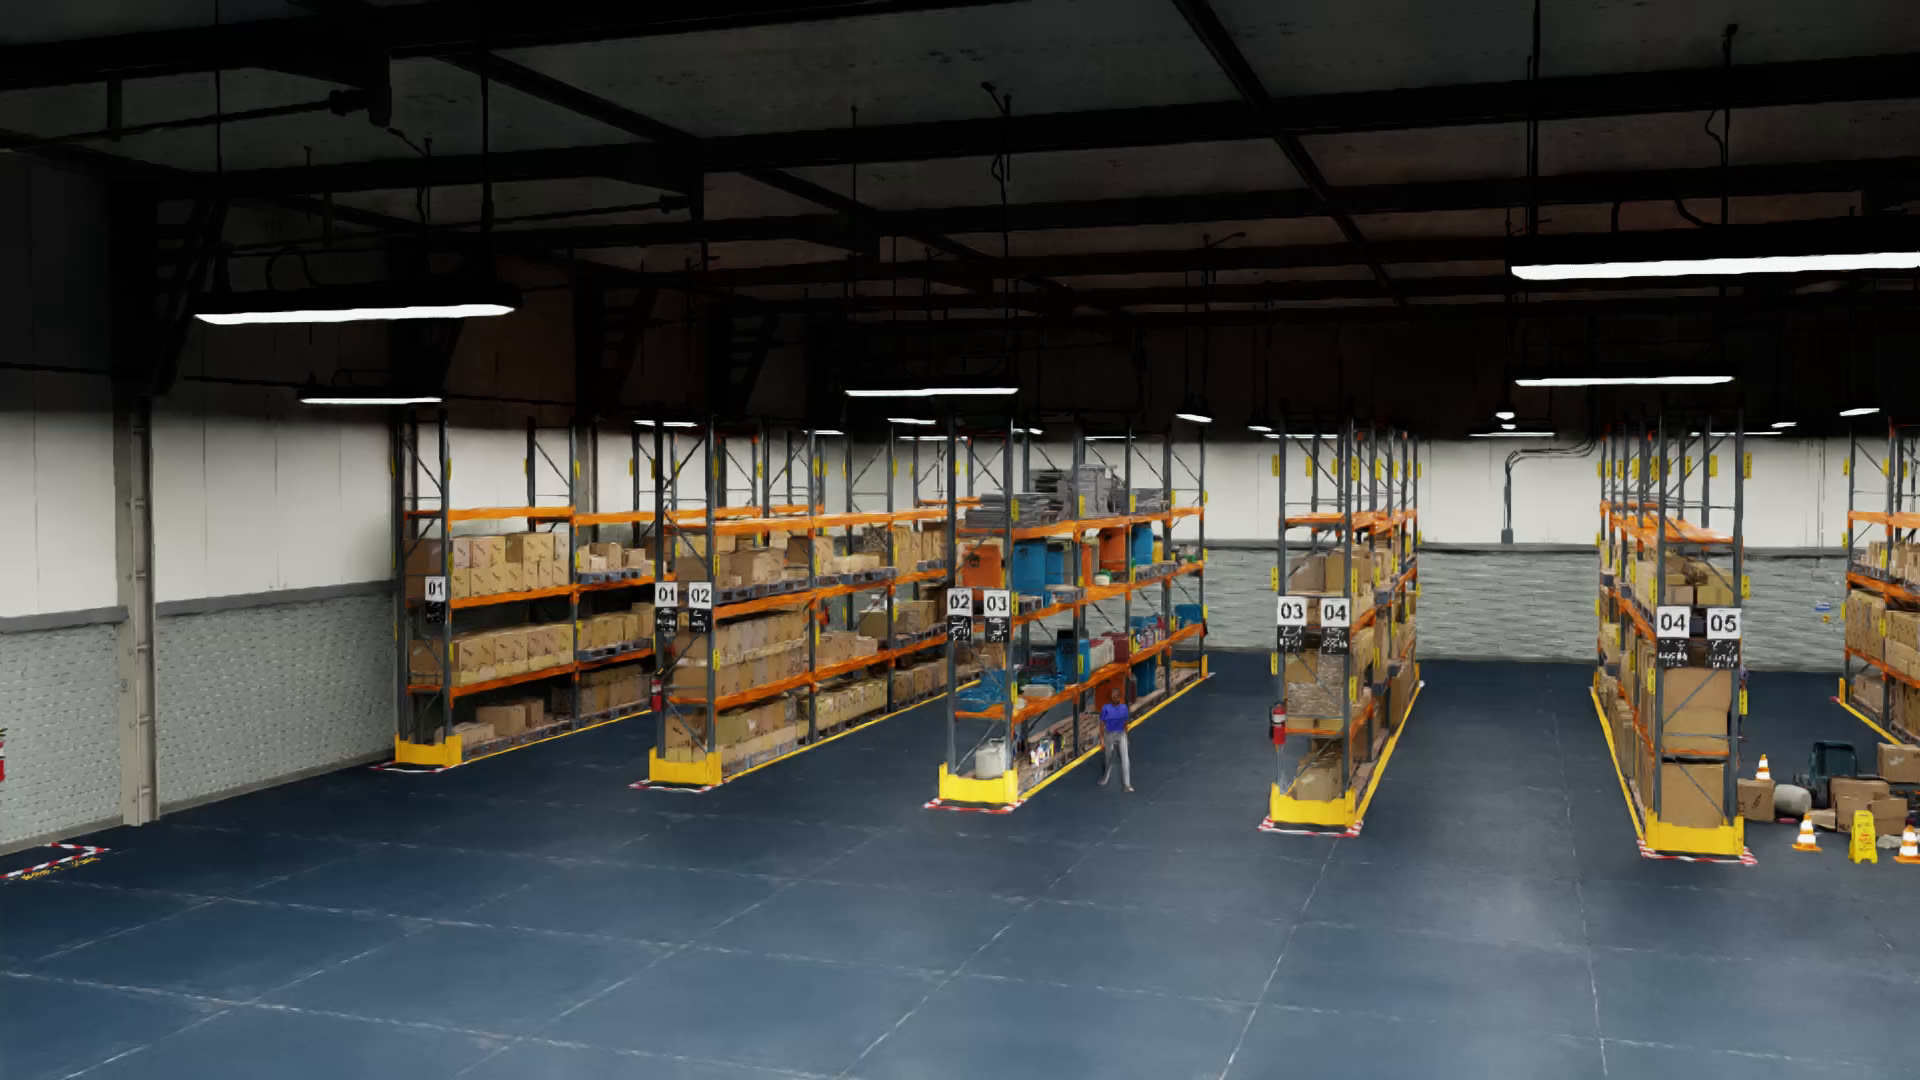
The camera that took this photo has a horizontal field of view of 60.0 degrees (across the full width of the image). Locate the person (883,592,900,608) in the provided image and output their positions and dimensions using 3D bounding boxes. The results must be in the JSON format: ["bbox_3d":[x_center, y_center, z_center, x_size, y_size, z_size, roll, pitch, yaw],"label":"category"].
[{"bbox_3d":[-1.863,2.183,45.721,0.553,1.725,1.030,1,3,17],"label":"person"}]

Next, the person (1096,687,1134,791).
[{"bbox_3d":[2.417,3.095,25.959,0.490,1.592,0.938,0,2,-5],"label":"person"}]

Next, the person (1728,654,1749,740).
[{"bbox_3d":[14.415,2.848,30.853,0.429,1.647,0.530,-1,3,-13],"label":"person"}]

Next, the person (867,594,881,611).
[{"bbox_3d":[-2.151,2.268,42.486,0.402,1.792,0.633,2,3,33],"label":"person"}]
